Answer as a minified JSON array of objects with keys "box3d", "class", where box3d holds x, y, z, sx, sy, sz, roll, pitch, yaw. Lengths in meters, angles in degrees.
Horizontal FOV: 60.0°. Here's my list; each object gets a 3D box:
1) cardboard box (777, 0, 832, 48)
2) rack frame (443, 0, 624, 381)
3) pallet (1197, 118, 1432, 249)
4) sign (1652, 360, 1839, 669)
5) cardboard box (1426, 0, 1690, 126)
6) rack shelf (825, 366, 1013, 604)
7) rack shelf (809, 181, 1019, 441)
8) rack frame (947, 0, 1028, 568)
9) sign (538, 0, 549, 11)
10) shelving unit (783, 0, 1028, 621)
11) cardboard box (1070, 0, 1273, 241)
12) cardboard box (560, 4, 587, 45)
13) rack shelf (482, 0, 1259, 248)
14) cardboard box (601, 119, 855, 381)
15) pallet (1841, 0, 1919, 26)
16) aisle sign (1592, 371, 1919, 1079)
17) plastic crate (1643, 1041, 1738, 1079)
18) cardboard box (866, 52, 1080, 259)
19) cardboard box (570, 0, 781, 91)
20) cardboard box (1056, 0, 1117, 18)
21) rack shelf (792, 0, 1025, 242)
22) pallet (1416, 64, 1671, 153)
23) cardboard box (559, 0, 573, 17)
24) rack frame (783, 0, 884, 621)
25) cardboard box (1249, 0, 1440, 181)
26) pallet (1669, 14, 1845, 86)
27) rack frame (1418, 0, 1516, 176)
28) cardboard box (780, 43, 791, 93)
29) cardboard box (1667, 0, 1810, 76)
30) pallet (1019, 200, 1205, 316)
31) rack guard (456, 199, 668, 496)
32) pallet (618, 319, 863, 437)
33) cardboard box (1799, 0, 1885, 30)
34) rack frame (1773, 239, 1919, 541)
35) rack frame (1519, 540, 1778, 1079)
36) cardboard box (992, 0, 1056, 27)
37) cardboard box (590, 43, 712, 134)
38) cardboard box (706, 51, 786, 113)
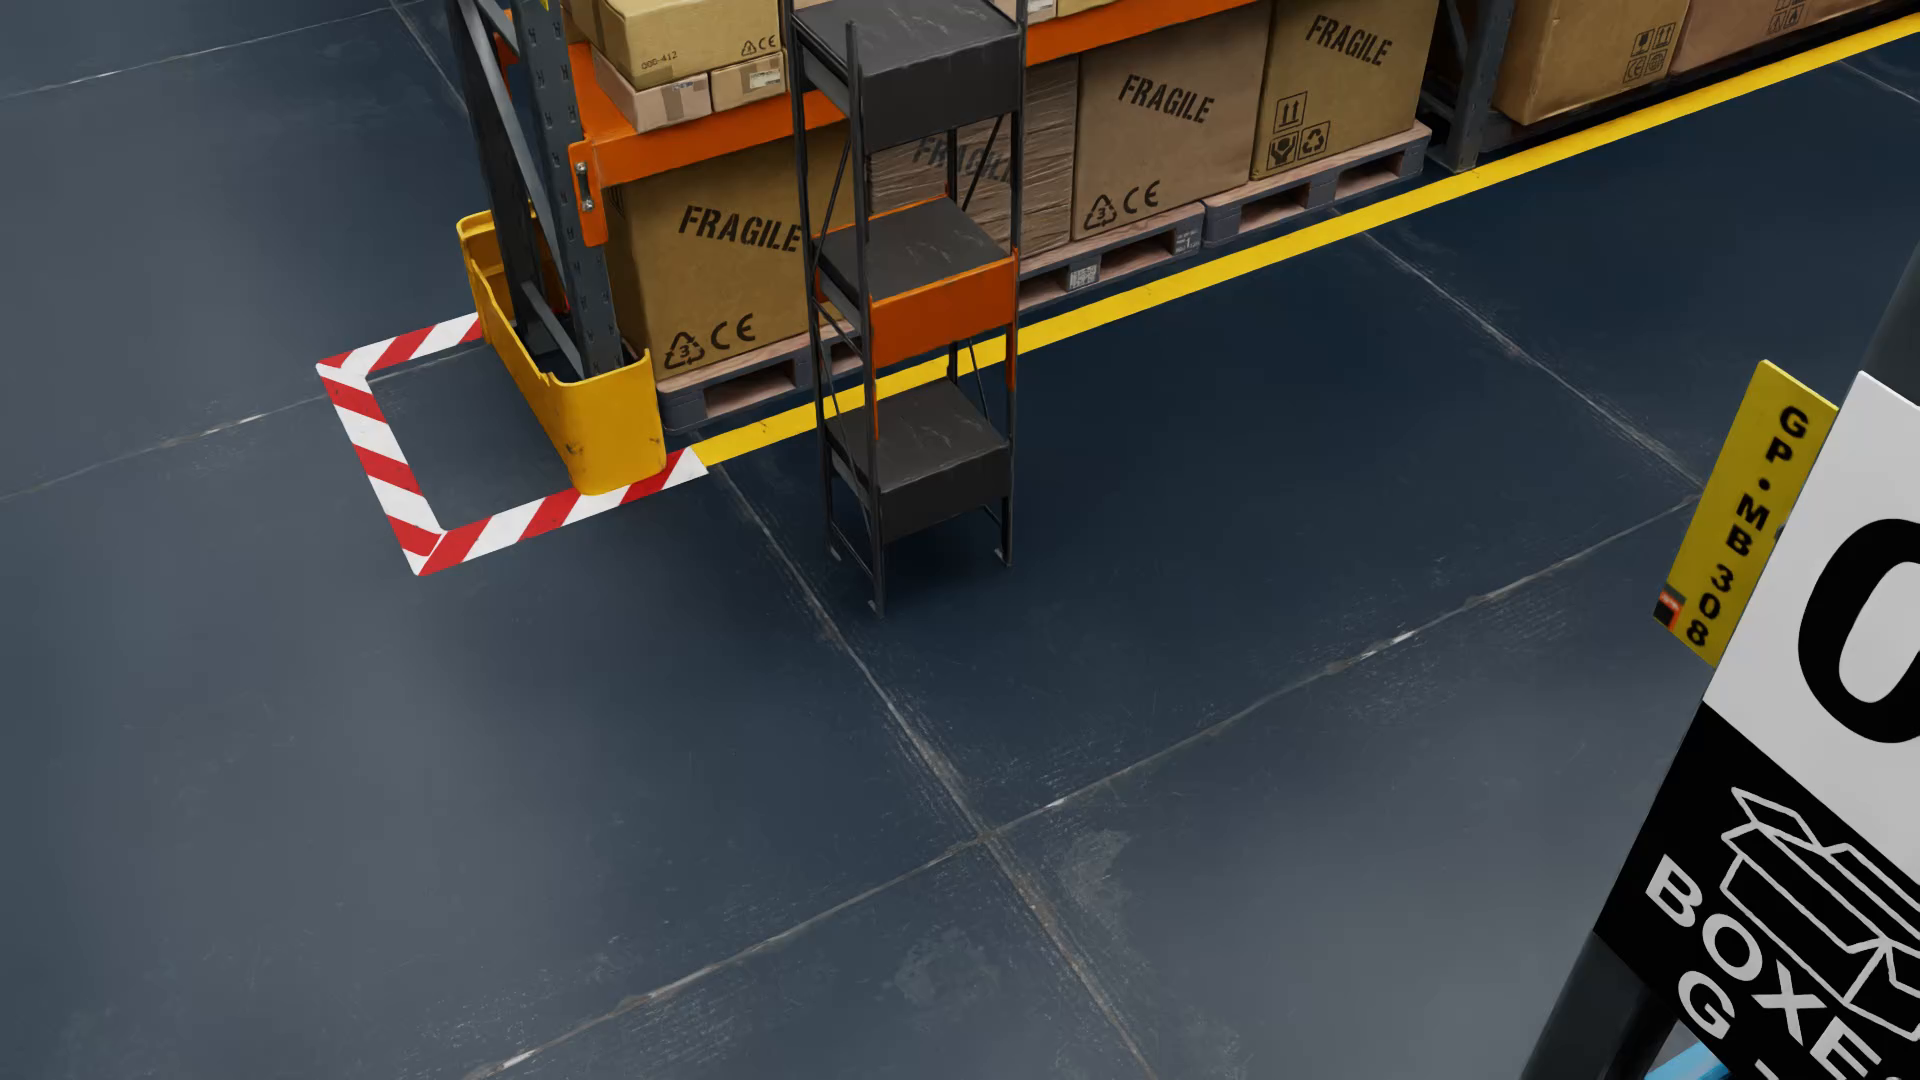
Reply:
[{"box3d":[-0.459,-1.877,5.425,0.500,0.250,0.500,-22,48,-21],"class":"cardboard box"},{"box3d":[-1.457,-1.637,5.283,0.127,3.000,1.000,-22,48,-21],"class":"rack frame"},{"box3d":[1.313,-1.807,7.461,1.213,0.211,1.003,-22,48,-21],"class":"pallet"},{"box3d":[0.722,-0.011,1.529,0.005,0.325,0.100,-22,48,-21],"class":"sign"},{"box3d":[2.556,-2.647,7.548,0.875,0.875,1.225,-22,48,-21],"class":"cardboard box"},{"box3d":[-0.144,-0.184,5.457,0.480,0.518,0.431,-22,48,-21],"class":"rack shelf"},{"box3d":[-0.144,-0.686,4.969,0.480,0.518,0.431,-22,48,-21],"class":"rack shelf"},{"box3d":[0.068,-0.781,5.047,0.015,2.100,0.400,-22,48,-21],"class":"rack frame"},{"box3d":[-1.186,-1.638,4.606,0.005,0.325,0.100,-22,48,-21],"class":"sign"},{"box3d":[-0.144,-0.696,4.960,0.503,2.100,0.431,-22,48,-21],"class":"shelving unit"},{"box3d":[0.619,-1.920,6.798,0.875,0.875,0.875,-22,48,-21],"class":"cardboard box"},{"box3d":[-1.312,-1.869,5.702,0.250,0.149,0.380,-21,48,-20],"class":"cardboard box"},{"box3d":[0.277,-2.072,6.248,4.000,0.370,1.077,-22,48,-21],"class":"rack shelf"},{"box3d":[-0.942,-1.295,6.155,0.875,0.875,0.875,-22,48,-21],"class":"cardboard box"},{"box3d":[4.759,-3.183,8.879,1.213,0.211,1.003,-22,48,-21],"class":"pallet"},{"box3d":[0.802,0.269,1.452,0.004,0.787,0.394,-22,48,-21],"class":"aisle sign"},{"box3d":[1.208,1.091,2.403,0.499,0.435,0.616,-22,48,-21],"class":"plastic crate"},{"box3d":[-0.153,-1.611,6.480,0.875,0.875,0.875,-22,48,-21],"class":"cardboard box"},{"box3d":[-0.906,-1.693,5.235,0.500,0.250,0.500,-23,49,-22],"class":"cardboard box"},{"box3d":[0.348,-2.005,5.842,0.250,0.149,0.380,-23,49,-22],"class":"cardboard box"},{"box3d":[-0.144,-1.189,4.482,0.480,0.518,0.431,-22,48,-21],"class":"rack shelf"},{"box3d":[2.643,-2.337,8.006,1.213,0.211,1.003,-22,48,-21],"class":"pallet"},{"box3d":[-1.169,-2.018,5.570,0.500,0.250,0.500,-23,48,-22],"class":"cardboard box"},{"box3d":[-0.355,-0.611,4.872,0.015,2.100,0.400,-22,48,-21],"class":"rack frame"},{"box3d":[1.399,-2.232,7.120,0.875,0.875,0.875,-22,48,-21],"class":"cardboard box"},{"box3d":[3.702,-2.763,8.445,1.213,0.211,1.003,-22,48,-21],"class":"pallet"},{"box3d":[2.011,-3.024,6.713,0.127,3.000,1.000,-22,48,-21],"class":"rack frame"},{"box3d":[-0.541,-1.649,5.476,0.250,0.149,0.380,-23,49,-22],"class":"cardboard box"},{"box3d":[3.331,-2.957,7.867,0.875,0.875,1.225,-23,49,-22],"class":"cardboard box"},{"box3d":[0.254,-1.381,7.021,1.213,0.211,1.003,-22,48,-21],"class":"pallet"},{"box3d":[-1.478,-0.731,6.144,0.348,0.500,1.175,-22,48,-21],"class":"rack guard"},{"box3d":[-0.803,-0.961,6.588,1.213,0.211,1.003,-22,48,-21],"class":"pallet"},{"box3d":[4.094,-3.269,8.189,0.875,0.875,1.225,-22,48,-21],"class":"cardboard box"},{"box3d":[1.011,-0.799,0.111,0.127,3.000,1.000,-22,48,-21],"class":"rack frame"},{"box3d":[1.011,1.354,2.201,0.127,3.000,1.000,-22,48,-21],"class":"rack frame"},{"box3d":[0.129,-1.918,5.753,0.250,0.149,0.380,-22,48,-21],"class":"cardboard box"},{"box3d":[-0.985,-1.470,5.292,0.250,0.149,0.380,-21,48,-21],"class":"cardboard box"},{"box3d":[-0.763,-1.560,5.384,0.250,0.149,0.380,-22,48,-22],"class":"cardboard box"}]
